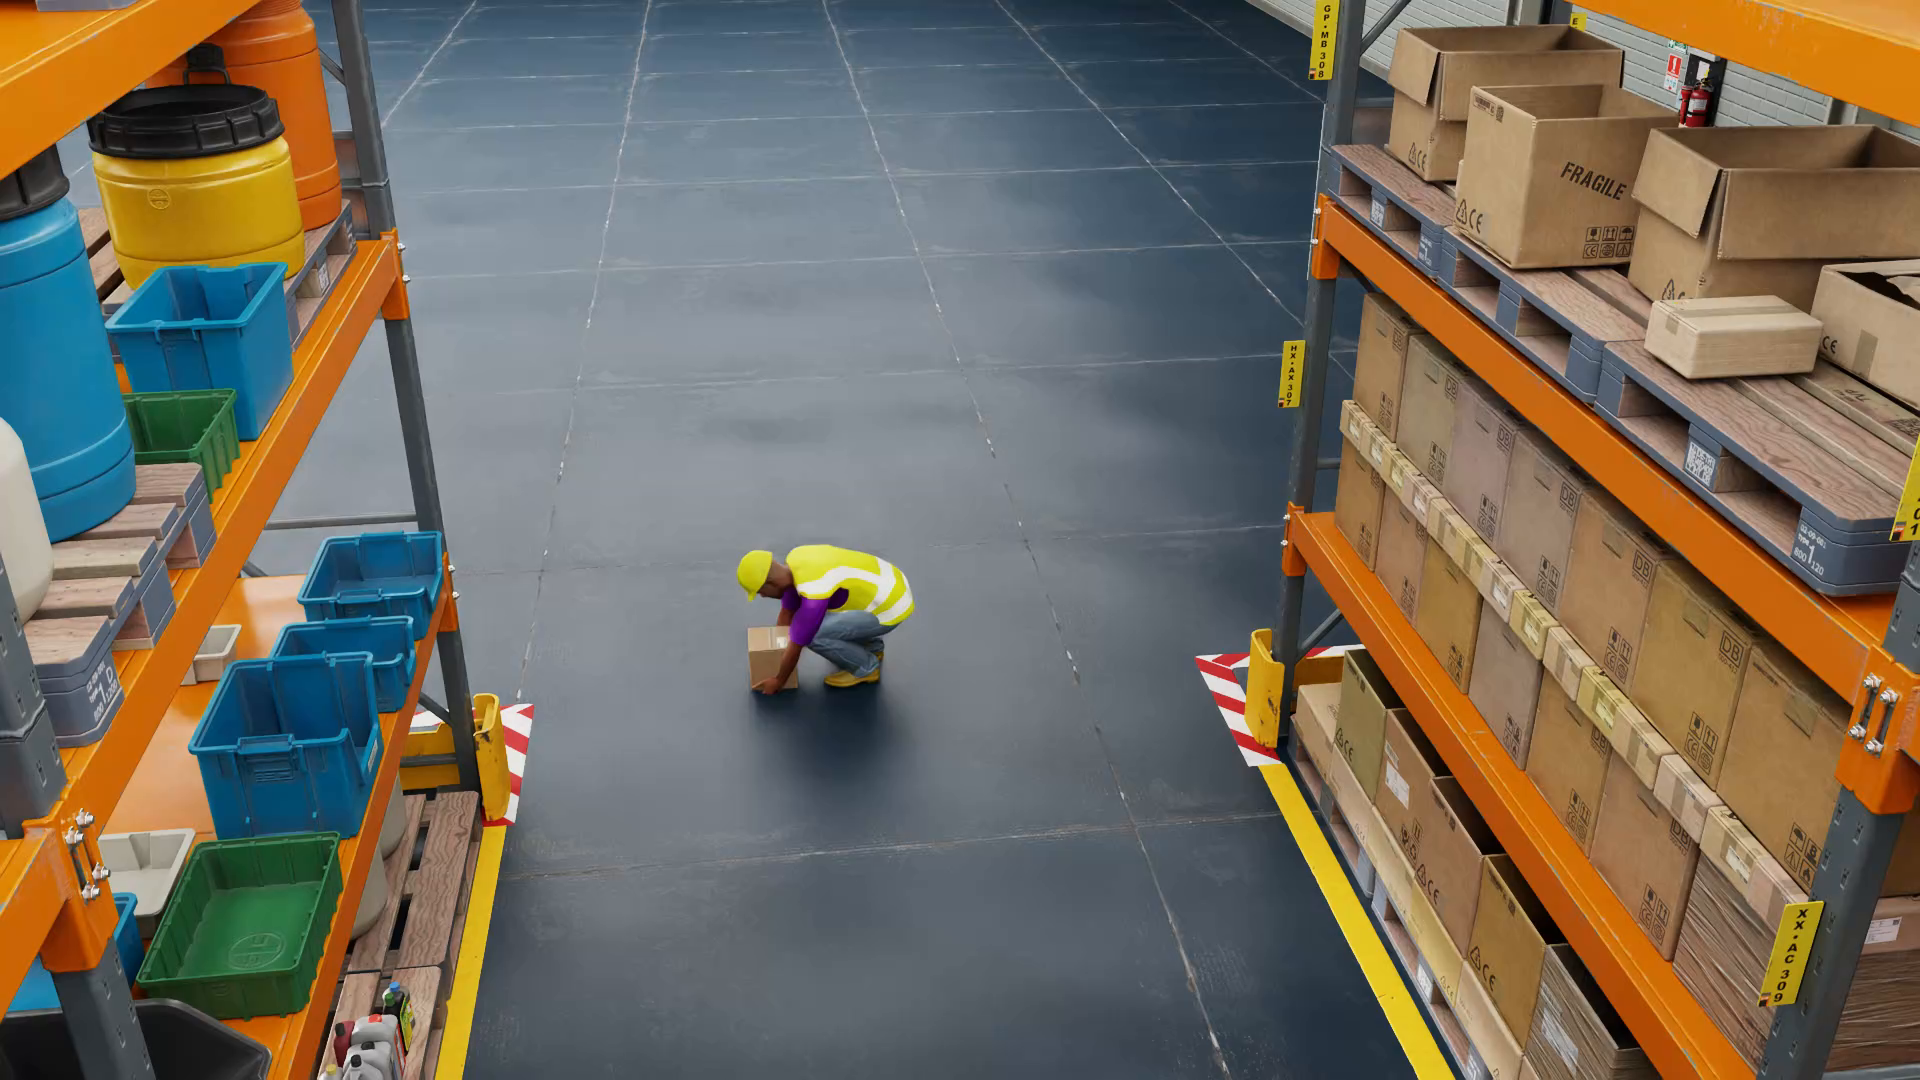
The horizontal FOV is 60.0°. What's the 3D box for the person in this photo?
[{"bbox_3d":[-0.709,0.422,8.922,0.929,0.896,0.546,-4,27,-8],"label":"person"}]
